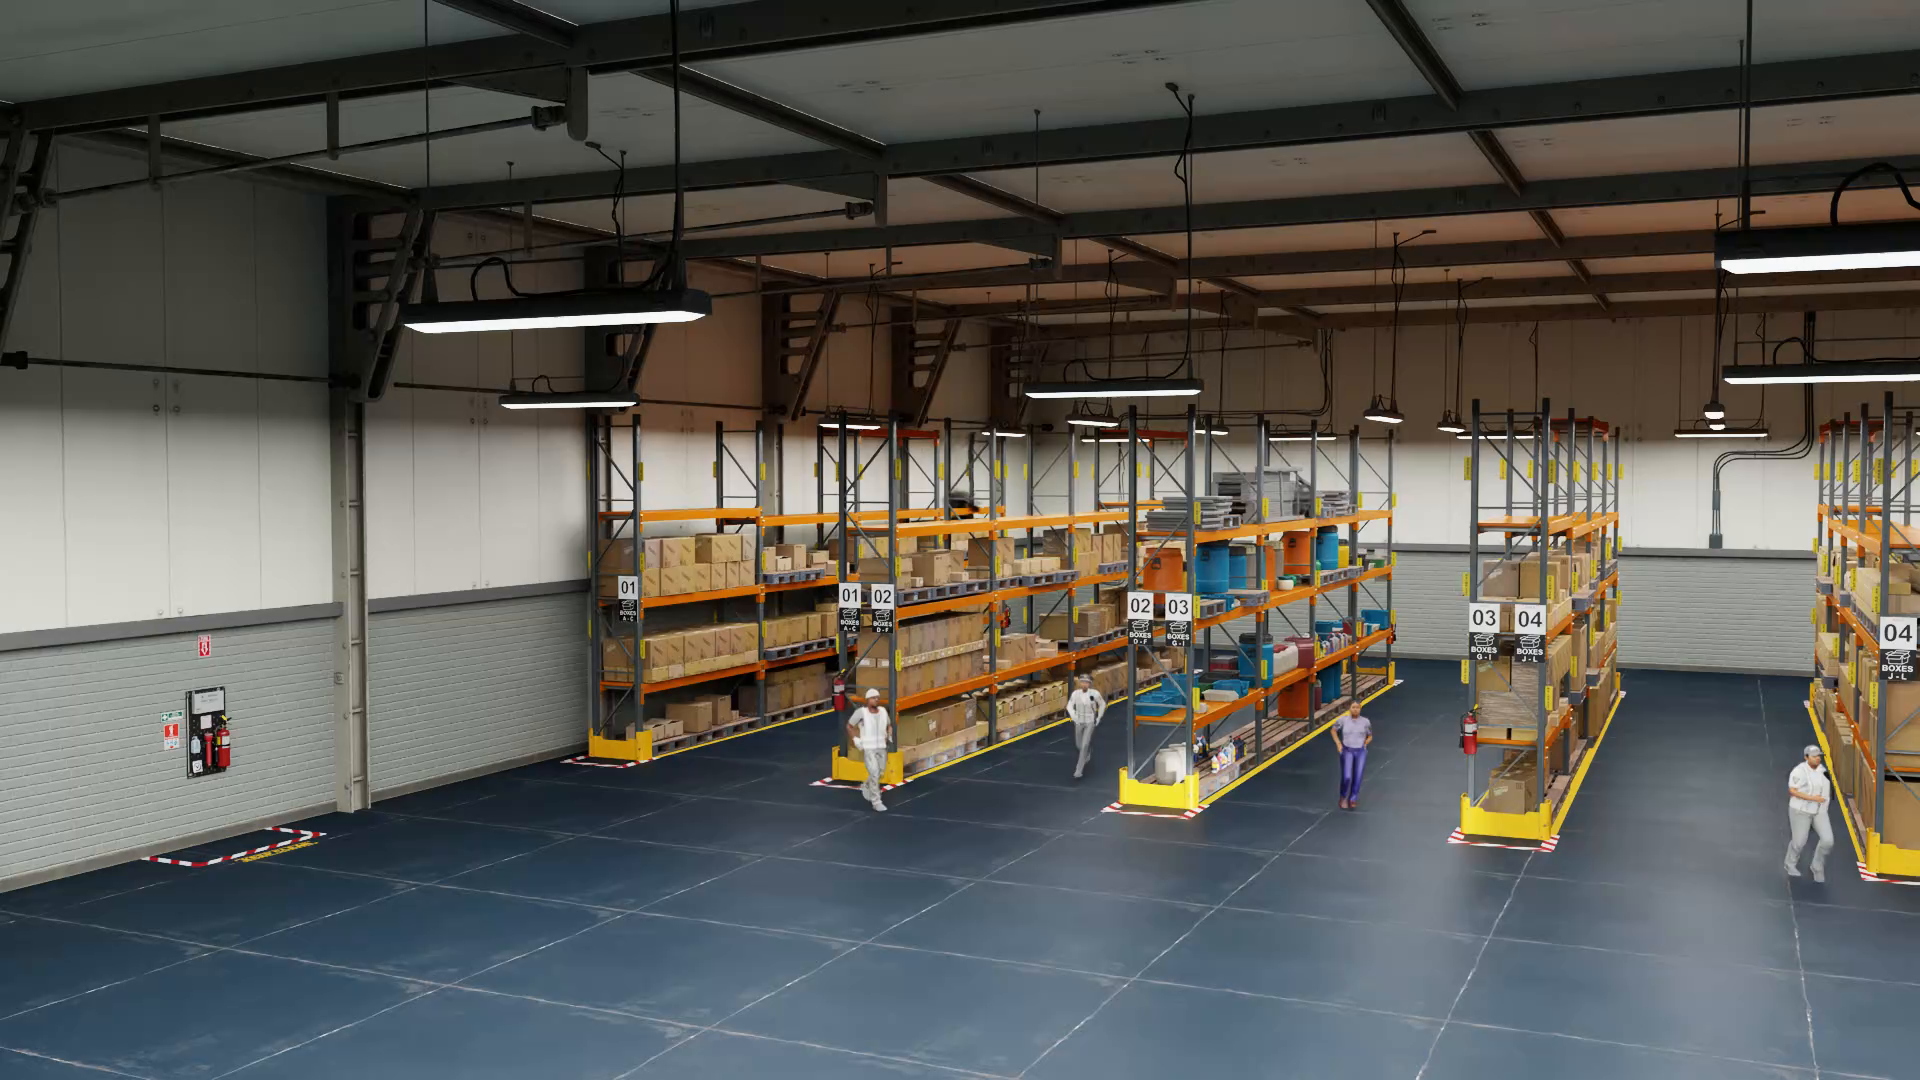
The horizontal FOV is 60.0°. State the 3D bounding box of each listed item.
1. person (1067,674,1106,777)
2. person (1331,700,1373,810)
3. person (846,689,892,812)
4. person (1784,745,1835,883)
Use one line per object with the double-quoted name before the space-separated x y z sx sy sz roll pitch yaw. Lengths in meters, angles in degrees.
"person" 2.090 3.043 27.594 0.641 1.684 0.856 1 2 15
"person" 5.800 3.180 24.529 0.579 1.630 0.650 0 2 3
"person" -1.316 3.091 24.694 0.703 1.768 0.843 -2 3 -34
"person" 10.383 3.361 20.319 0.581 1.728 0.710 0 2 -7
